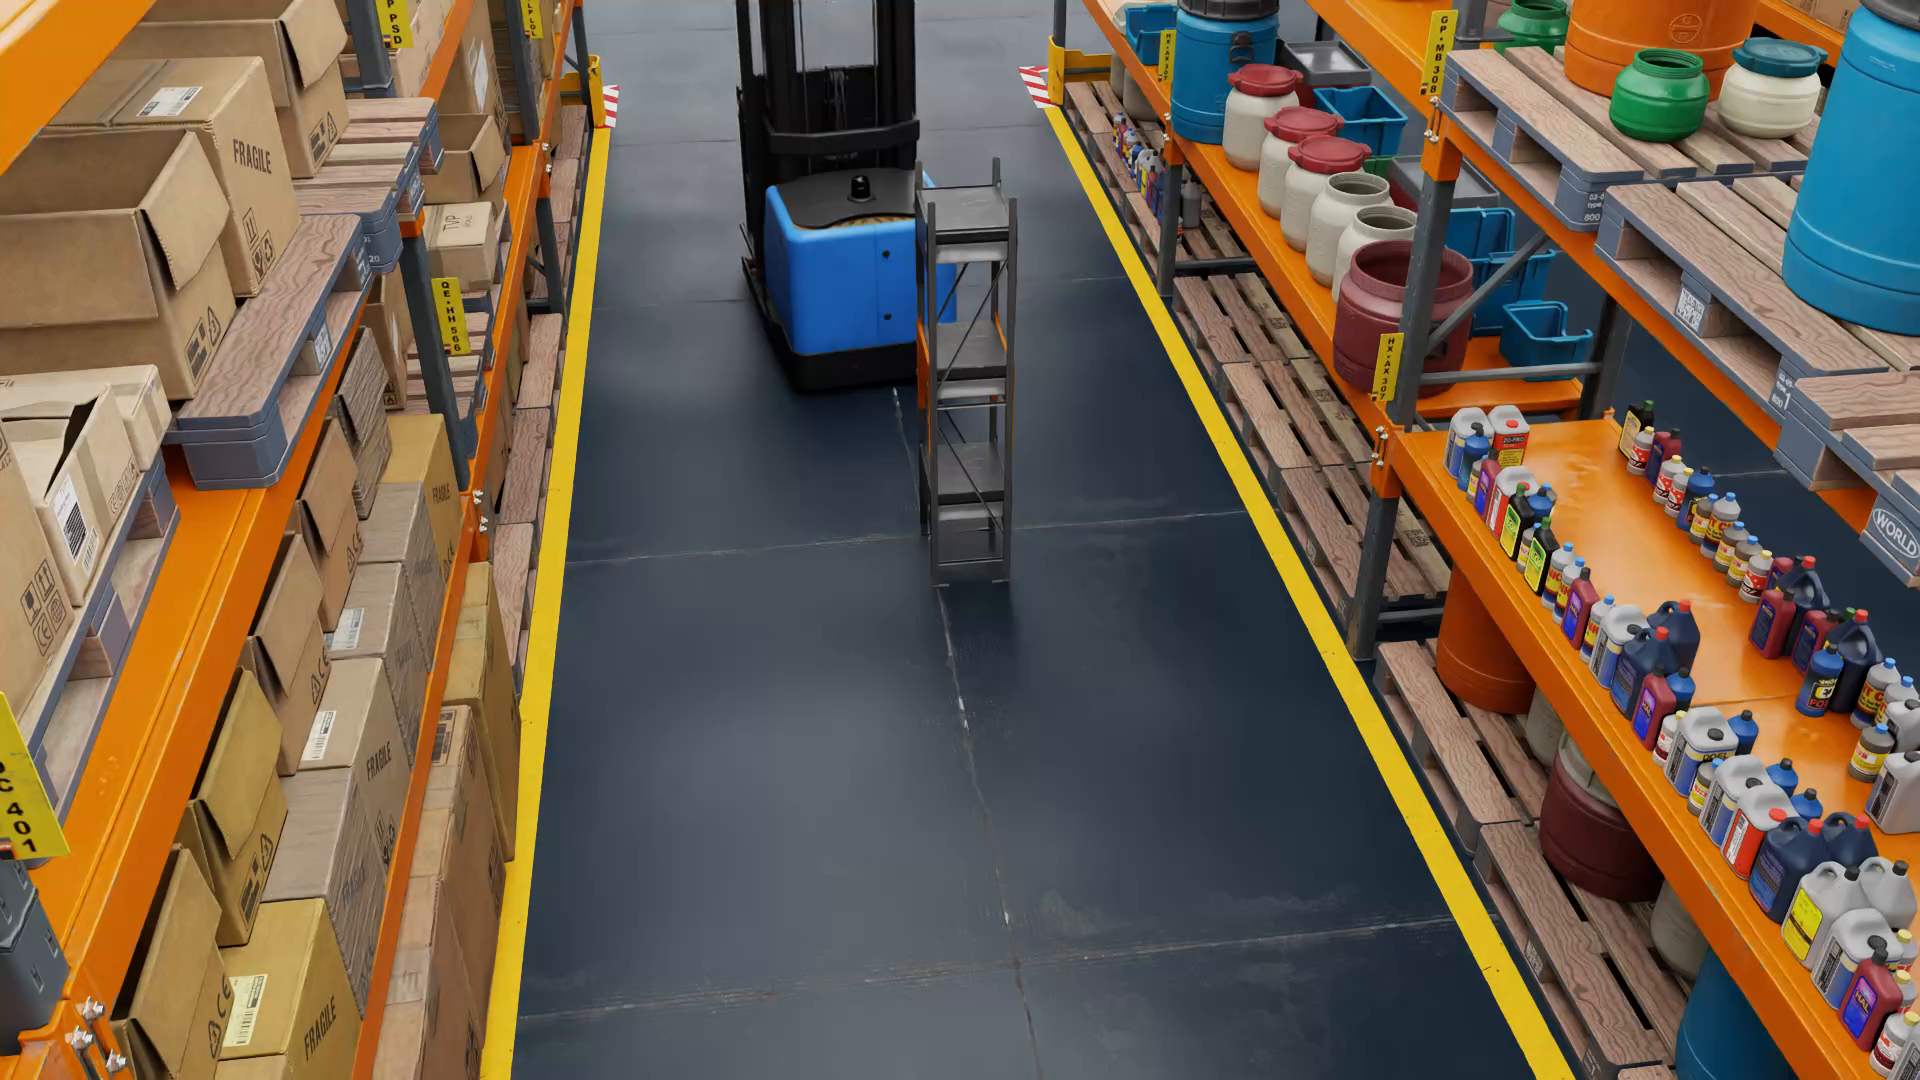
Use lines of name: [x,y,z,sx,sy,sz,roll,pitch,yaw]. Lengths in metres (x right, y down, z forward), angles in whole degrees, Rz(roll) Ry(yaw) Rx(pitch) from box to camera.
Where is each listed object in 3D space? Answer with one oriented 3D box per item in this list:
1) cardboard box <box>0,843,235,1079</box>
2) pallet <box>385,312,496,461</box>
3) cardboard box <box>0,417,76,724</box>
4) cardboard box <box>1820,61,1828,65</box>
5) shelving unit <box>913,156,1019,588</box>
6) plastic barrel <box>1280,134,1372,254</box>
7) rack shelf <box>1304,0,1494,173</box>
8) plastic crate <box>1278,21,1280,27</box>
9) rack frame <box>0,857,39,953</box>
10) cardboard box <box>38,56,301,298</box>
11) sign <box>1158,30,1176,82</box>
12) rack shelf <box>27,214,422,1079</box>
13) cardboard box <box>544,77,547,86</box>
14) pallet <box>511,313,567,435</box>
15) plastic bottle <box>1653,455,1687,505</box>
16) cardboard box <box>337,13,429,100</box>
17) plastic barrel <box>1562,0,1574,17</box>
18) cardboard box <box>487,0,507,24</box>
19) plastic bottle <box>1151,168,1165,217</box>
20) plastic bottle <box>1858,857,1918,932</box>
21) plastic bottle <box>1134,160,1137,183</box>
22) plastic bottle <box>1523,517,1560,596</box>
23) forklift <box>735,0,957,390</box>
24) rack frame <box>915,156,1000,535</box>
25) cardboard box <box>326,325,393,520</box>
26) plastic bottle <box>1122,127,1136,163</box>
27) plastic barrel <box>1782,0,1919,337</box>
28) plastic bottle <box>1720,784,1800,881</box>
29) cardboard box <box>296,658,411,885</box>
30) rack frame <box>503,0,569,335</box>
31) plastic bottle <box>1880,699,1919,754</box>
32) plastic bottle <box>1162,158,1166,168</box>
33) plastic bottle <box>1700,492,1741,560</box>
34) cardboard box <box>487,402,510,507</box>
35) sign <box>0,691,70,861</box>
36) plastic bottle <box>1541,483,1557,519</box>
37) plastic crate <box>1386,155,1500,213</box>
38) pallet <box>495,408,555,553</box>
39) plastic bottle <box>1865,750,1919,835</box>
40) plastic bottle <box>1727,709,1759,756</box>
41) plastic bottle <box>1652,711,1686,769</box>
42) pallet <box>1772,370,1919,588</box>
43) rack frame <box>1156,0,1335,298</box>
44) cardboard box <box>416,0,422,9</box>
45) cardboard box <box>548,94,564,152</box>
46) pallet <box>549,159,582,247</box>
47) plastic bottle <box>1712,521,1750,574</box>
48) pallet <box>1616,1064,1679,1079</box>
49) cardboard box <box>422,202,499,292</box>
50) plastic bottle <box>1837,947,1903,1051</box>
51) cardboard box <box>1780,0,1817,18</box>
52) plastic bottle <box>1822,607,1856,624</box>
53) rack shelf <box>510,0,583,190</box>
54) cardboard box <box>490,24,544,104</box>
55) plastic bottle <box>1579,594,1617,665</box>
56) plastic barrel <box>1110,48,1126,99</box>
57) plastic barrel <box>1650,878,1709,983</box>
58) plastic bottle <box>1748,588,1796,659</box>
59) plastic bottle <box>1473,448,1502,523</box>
cardboard box: [-2.080,1.076,3.657,0.797,0.503,0.637,-5,35,-8]
pallet: [-2.726,-0.655,7.347,1.213,0.211,1.003,-4,35,-6]
cardboard box: [-2.074,0.110,2.928,0.700,0.500,0.500,-4,34,-5]
cardboard box: [6.349,-3.473,12.714,0.500,0.500,0.500,-4,35,-6]
shelving unit: [0.022,-0.775,8.152,0.431,2.100,0.503,-4,35,-6]
plastic barrel: [1.914,-1.807,8.746,0.433,0.535,0.433,0,34,0]
rack shelf: [2.115,-2.778,8.267,1.077,0.370,4.000,-4,35,-6]
plastic crate: [1.943,-3.643,11.749,0.450,0.188,0.662,-4,35,-6]
rack frame: [-1.986,-0.592,1.756,1.000,3.000,0.127,-4,35,-6]
cardboard box: [-2.168,-0.989,4.541,0.500,0.500,0.500,-3,34,-4]
sign: [1.299,-3.031,10.417,0.100,0.325,0.005,-4,35,-6]
rack shelf: [-2.255,-0.171,4.441,1.077,0.370,4.000,-4,35,-6]
cardboard box: [-2.918,-3.032,10.888,0.380,0.149,0.250,-4,35,-6]
pallet: [-2.956,-0.990,10.144,1.003,0.211,1.213,-4,35,-6]
plastic bottle: [2.889,-0.250,6.758,0.097,0.201,0.097,0,34,0]
cardboard box: [-2.335,-1.804,6.331,0.500,0.250,0.500,-4,34,-6]
plastic barrel: [2.645,-2.202,6.683,0.421,0.512,0.421,0,34,0]
cardboard box: [-2.871,-3.425,9.999,0.500,0.500,0.500,-4,35,-6]
plastic bottle: [1.448,-2.484,11.821,0.144,0.351,0.185,-6,35,-9]
plastic bottle: [2.617,1.034,4.742,0.144,0.351,0.185,-4,35,-6]
plastic bottle: [1.343,-2.757,12.355,0.097,0.201,0.097,0,34,0]
plastic bottle: [2.188,0.060,6.231,0.061,0.283,0.133,-4,35,-6]
forklift: [-0.880,-2.947,10.601,1.130,2.935,3.031,-9,35,-12]
rack frame: [-0.011,-0.911,8.352,0.400,2.100,0.015,-4,35,-6]
cardboard box: [-2.442,-0.391,5.810,0.797,0.503,0.637,-3,34,-5]
plastic bottle: [1.289,-3.012,12.667,0.097,0.271,0.097,0,34,0]
plastic barrel: [2.540,-1.049,4.272,0.600,0.901,0.708,-4,35,-6]
plastic bottle: [2.431,0.883,5.030,0.152,0.276,0.135,-4,35,-6]
cardboard box: [-2.011,0.723,5.066,0.500,0.500,0.500,-4,34,-5]
rack frame: [-3.062,-2.577,9.996,1.000,3.000,0.127,-4,35,-6]
plastic bottle: [3.081,0.630,5.400,0.152,0.276,0.135,-4,35,-6]
plastic bottle: [1.502,-2.658,12.137,0.061,0.283,0.133,-4,35,-6]
plastic bottle: [2.942,-0.061,6.419,0.097,0.271,0.097,0,34,0]
cardboard box: [-2.805,-0.490,8.763,0.700,0.500,0.500,-2,34,-2]
sign: [-1.437,0.359,2.496,0.100,0.325,0.005,-4,35,-6]
plastic bottle: [2.305,-0.133,6.587,0.097,0.201,0.097,0,34,0]
plastic crate: [2.470,-1.671,8.610,0.402,0.464,0.583,-4,35,-6]
pallet: [-2.789,-0.308,9.143,1.003,0.211,1.213,-4,35,-6]
plastic bottle: [2.962,0.771,5.193,0.152,0.276,0.135,-4,35,-6]
plastic bottle: [2.503,0.660,5.360,0.097,0.271,0.097,0,34,0]
plastic bottle: [2.339,0.647,5.443,0.097,0.201,0.097,0,34,0]
pallet: [2.719,-0.079,3.835,1.213,0.211,1.003,-4,35,-6]
rack frame: [1.846,-2.952,10.547,1.000,3.000,0.127,-4,35,-6]
cardboard box: [-2.397,-2.397,6.536,0.500,0.500,0.500,-4,34,-6]
cardboard box: [-3.419,-3.269,12.858,0.500,0.500,0.500,4,35,6]
pallet: [-3.355,-2.479,12.329,1.003,0.211,1.213,-4,35,-6]
plastic bottle: [2.955,0.022,6.359,0.097,0.201,0.097,0,34,0]
pallet: [2.859,2.231,5.418,1.003,0.211,1.213,-4,35,-6]
cardboard box: [-2.522,-1.409,8.043,0.500,0.250,0.500,-5,35,-8]
plastic bottle: [2.472,1.239,4.500,0.061,0.283,0.133,-4,35,-6]
cardboard box: [6.548,-4.188,12.271,0.700,0.500,0.500,-4,34,-6]
plastic bottle: [3.057,0.337,5.824,0.061,0.283,0.133,-4,35,-6]
rack shelf: [-3.331,-3.396,11.836,1.077,0.370,4.000,-4,35,-6]
cardboard box: [-3.062,-2.997,10.260,0.875,0.500,0.500,-4,35,-6]
plastic bottle: [2.265,0.311,5.874,0.097,0.271,0.097,0,34,0]
plastic barrel: [1.472,-3.968,13.874,0.421,0.512,0.421,0,34,0]
plastic barrel: [2.783,1.345,6.078,0.421,0.512,0.421,0,34,0]
plastic bottle: [2.896,0.274,5.917,0.061,0.283,0.133,-4,35,-6]
plastic bottle: [2.120,-0.219,6.640,0.061,0.283,0.133,-4,35,-6]
